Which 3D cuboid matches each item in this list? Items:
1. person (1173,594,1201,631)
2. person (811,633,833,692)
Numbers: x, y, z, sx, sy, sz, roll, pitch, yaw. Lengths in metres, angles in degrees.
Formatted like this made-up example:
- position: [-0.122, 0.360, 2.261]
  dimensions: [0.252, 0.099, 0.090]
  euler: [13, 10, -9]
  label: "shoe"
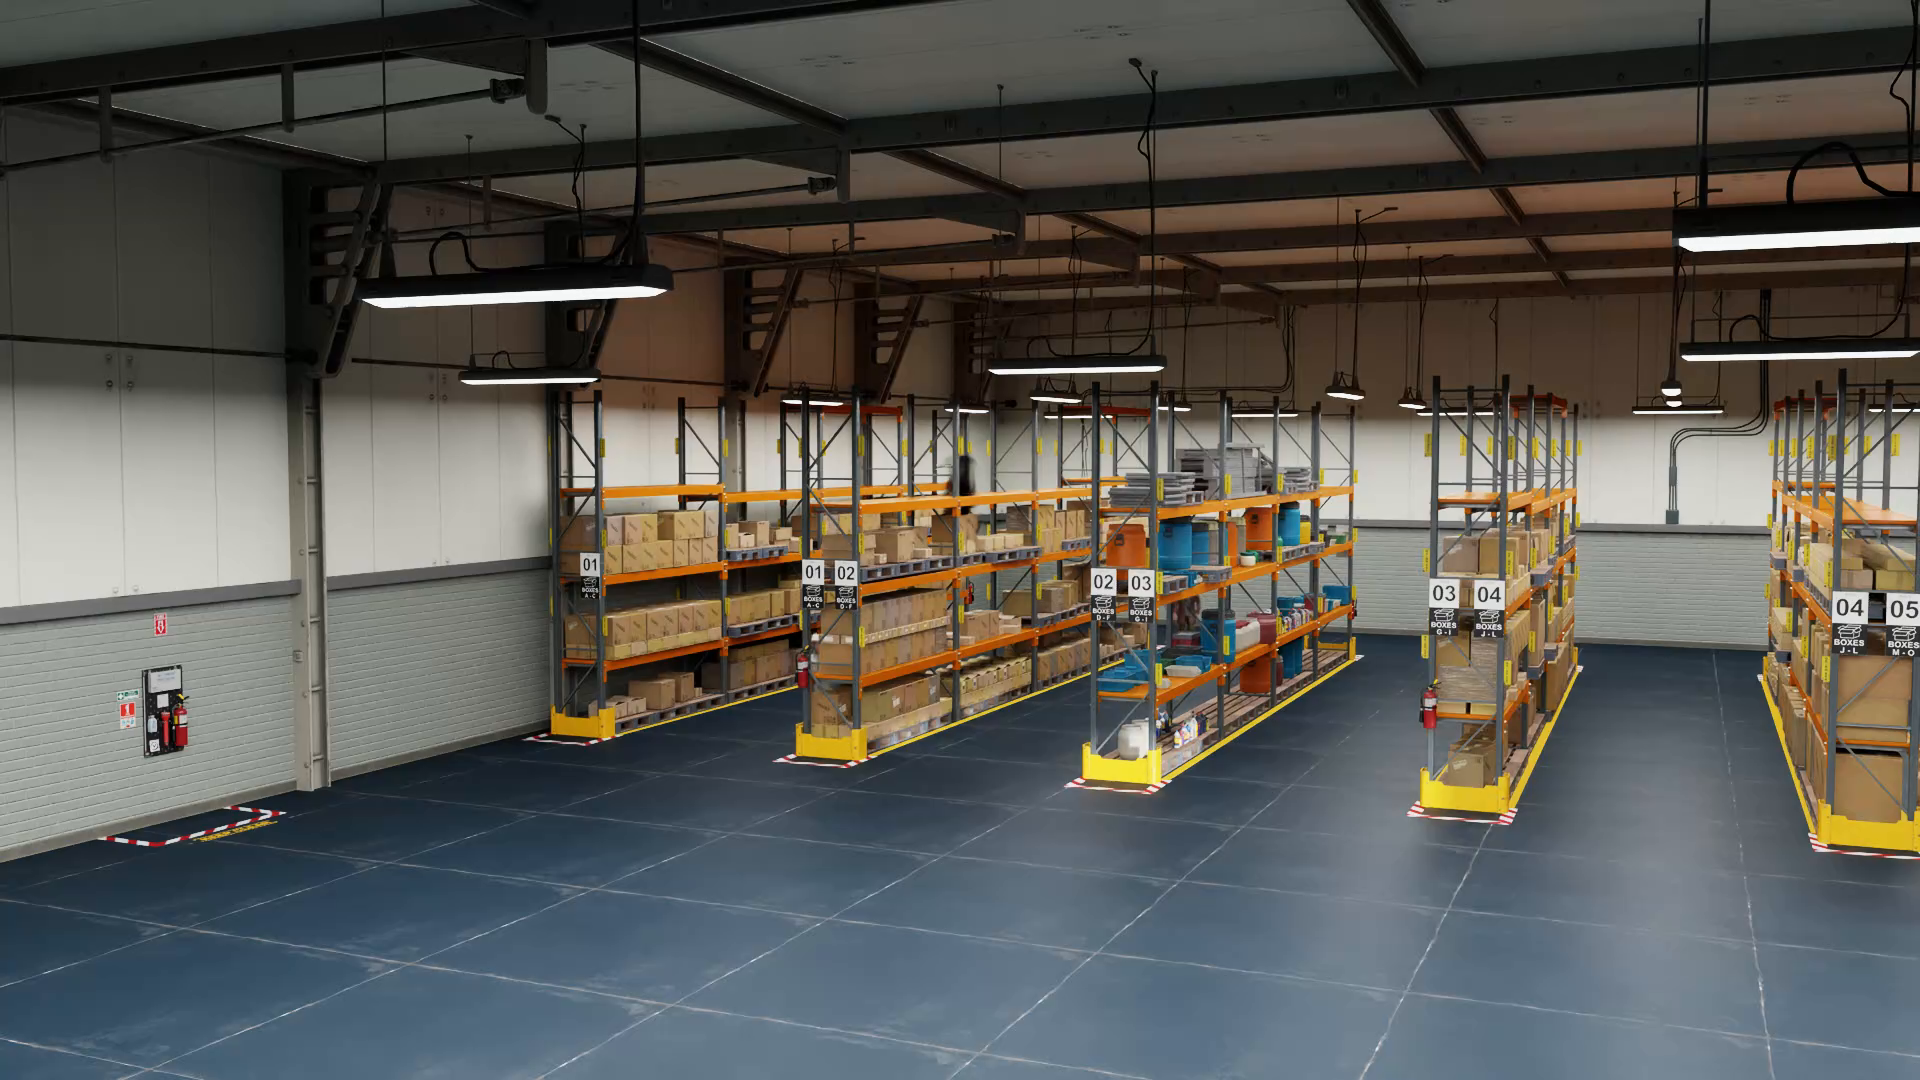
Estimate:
- position: [5.678, 1.944, 41.771]
  dimensions: [0.699, 1.503, 0.748]
  euler: [0, 3, -1]
  label: "person"
- position: [-2.491, 2.502, 29.877]
  dimensions: [0.653, 1.691, 0.940]
  euler: [1, 3, 14]
  label: "person"
